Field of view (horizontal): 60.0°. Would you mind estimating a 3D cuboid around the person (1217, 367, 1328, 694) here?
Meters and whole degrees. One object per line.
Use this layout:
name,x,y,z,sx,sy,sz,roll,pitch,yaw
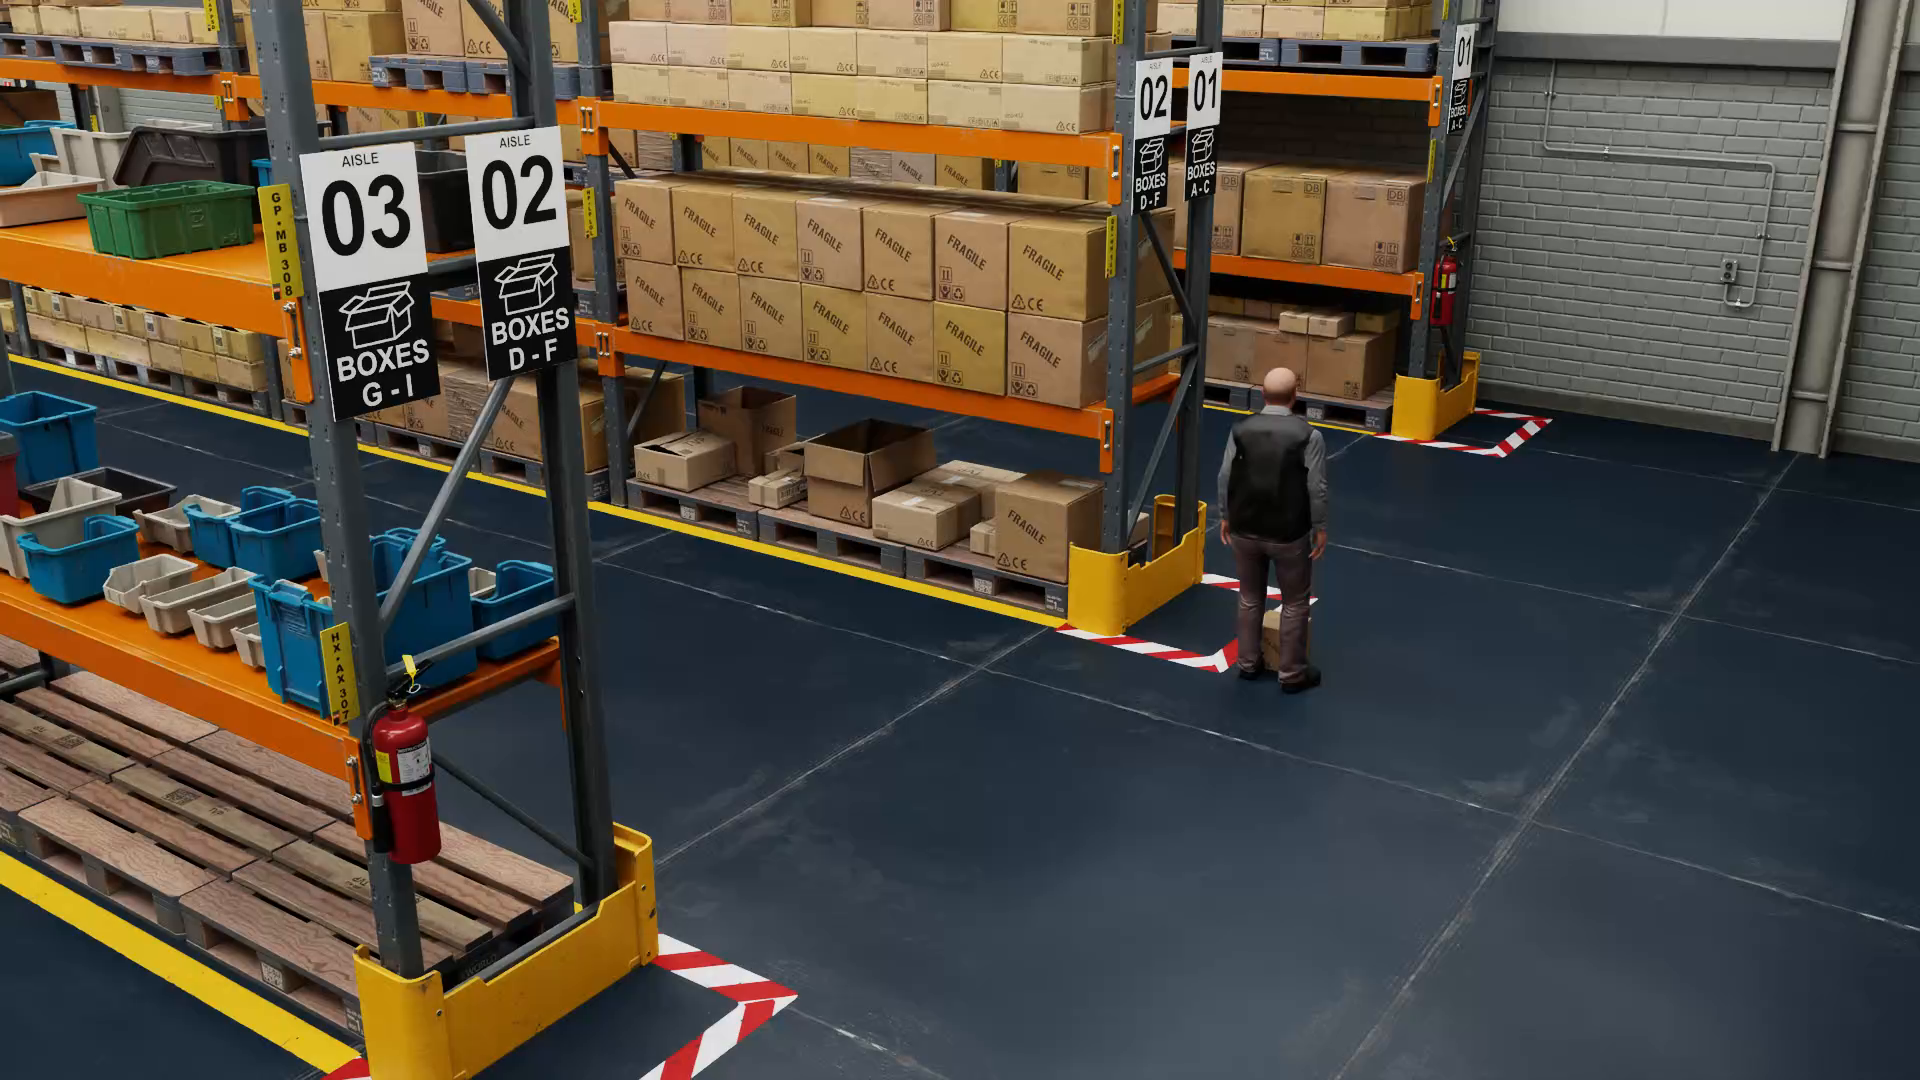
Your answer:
person,1.646,-0.054,8.758,0.593,1.720,0.473,10,22,27
